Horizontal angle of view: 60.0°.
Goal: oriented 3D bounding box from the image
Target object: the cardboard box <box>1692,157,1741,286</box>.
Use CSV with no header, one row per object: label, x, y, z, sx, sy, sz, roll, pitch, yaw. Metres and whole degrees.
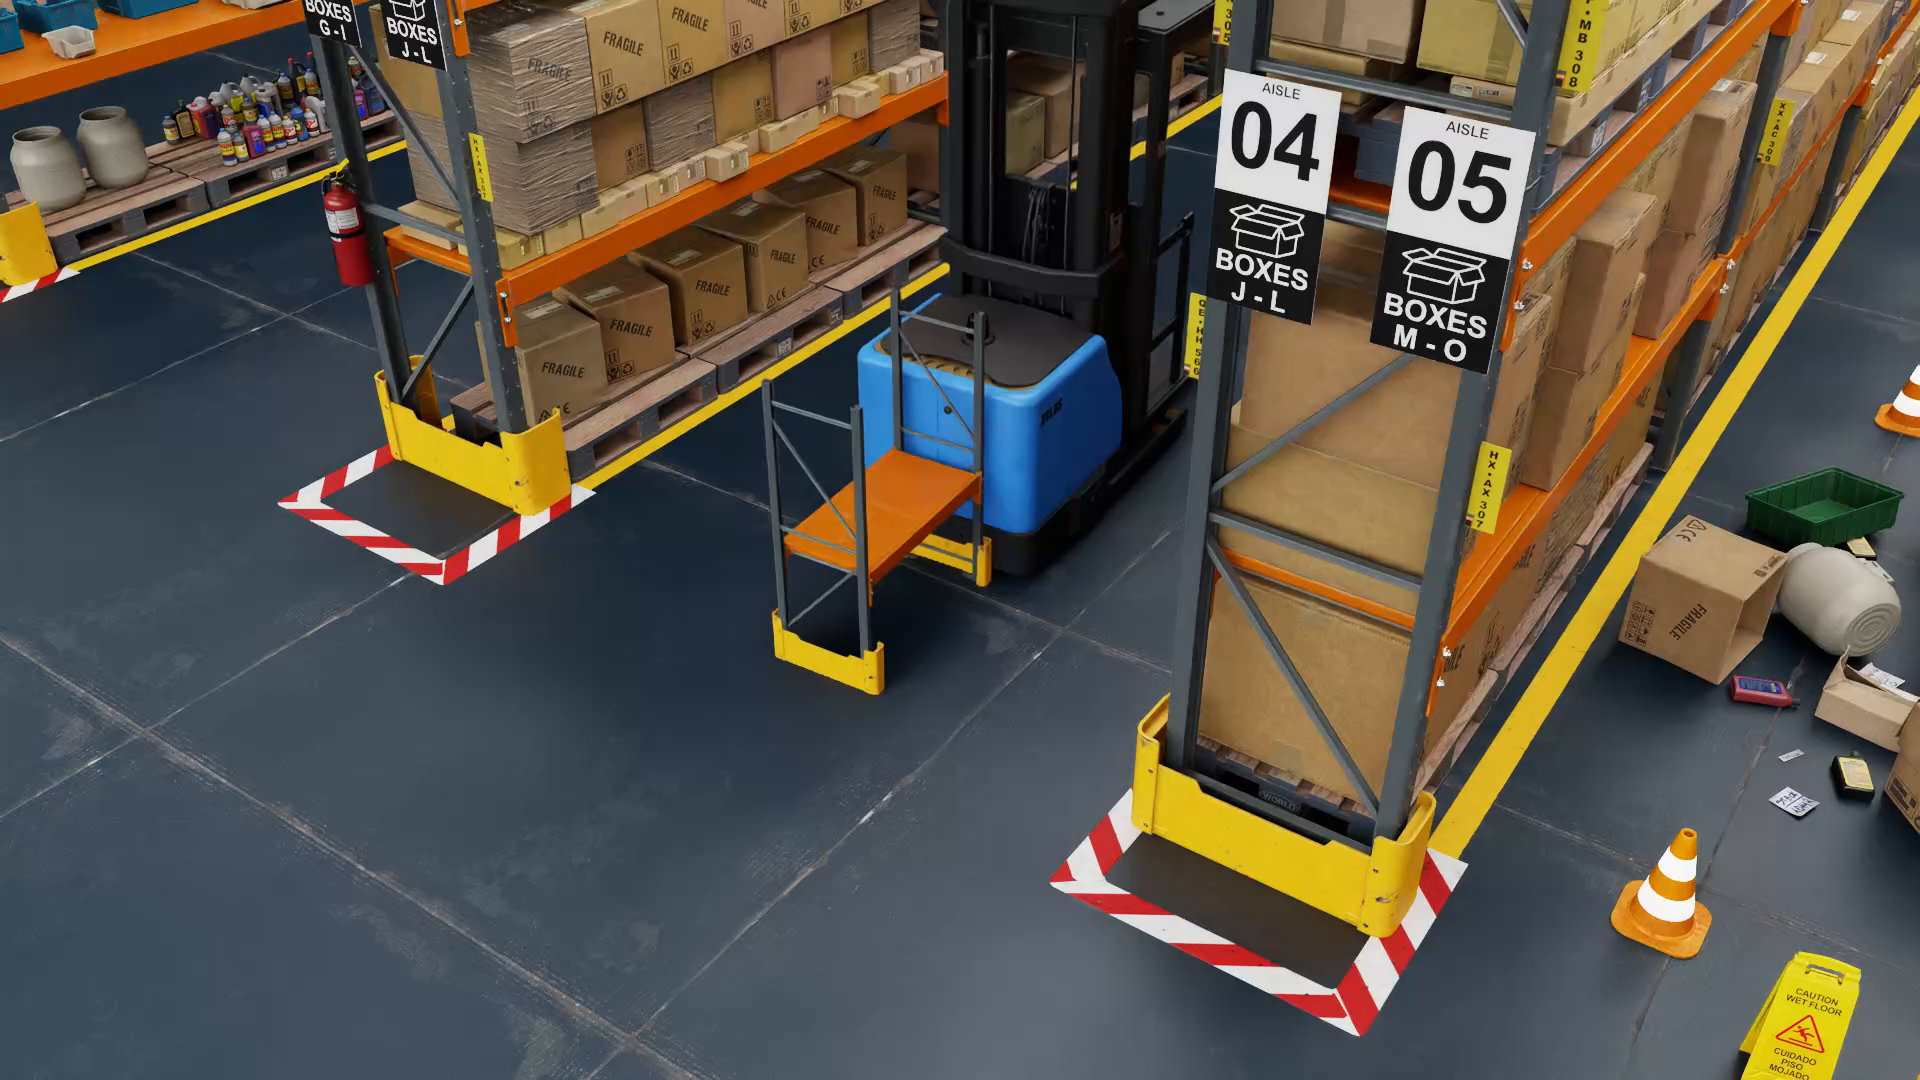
cardboard box,3.367,-1.687,8.434,0.875,0.550,0.550,21,39,28

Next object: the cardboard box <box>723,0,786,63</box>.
cardboard box,-1.338,-3.024,9.297,0.500,0.500,0.500,21,39,28

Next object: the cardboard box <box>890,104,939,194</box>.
cardboard box,-0.082,-2.852,12.128,0.700,0.500,0.500,18,38,25

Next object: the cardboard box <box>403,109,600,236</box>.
cardboard box,-2.394,-1.998,8.672,0.875,0.500,0.500,21,39,28

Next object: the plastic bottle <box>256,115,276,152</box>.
plastic bottle,-5.314,-3.115,12.722,0.097,0.271,0.097,0,34,0

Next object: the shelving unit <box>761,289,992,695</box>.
shelving unit,-0.361,-0.242,7.770,0.587,1.500,1.083,18,38,25

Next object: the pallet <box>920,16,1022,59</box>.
pallet,0.106,-3.655,11.649,1.003,0.211,1.213,21,39,28

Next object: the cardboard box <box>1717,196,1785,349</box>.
cardboard box,4.401,-1.798,10.364,1.050,0.750,0.750,21,39,28

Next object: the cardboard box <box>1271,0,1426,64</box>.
cardboard box,1.336,-1.791,5.448,0.500,0.250,0.500,22,40,29

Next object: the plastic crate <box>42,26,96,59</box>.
plastic crate,-6.025,-3.371,11.292,0.298,0.136,0.250,21,39,28

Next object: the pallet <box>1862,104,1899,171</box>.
pallet,6.991,-3.403,13.593,1.003,0.211,1.213,21,39,28

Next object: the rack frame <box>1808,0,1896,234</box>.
rack frame,5.848,-3.640,11.454,1.000,3.000,0.127,21,39,28

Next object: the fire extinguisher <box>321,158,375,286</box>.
fire extinguisher,-3.174,-1.651,8.583,0.296,0.674,0.183,21,39,28

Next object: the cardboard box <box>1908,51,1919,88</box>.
cardboard box,7.914,-4.198,14.136,0.500,0.500,0.500,20,39,27

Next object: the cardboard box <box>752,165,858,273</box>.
cardboard box,-1.031,-2.131,11.080,0.500,0.500,0.500,-23,40,-30

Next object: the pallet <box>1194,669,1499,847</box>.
pallet,1.678,0.804,7.372,1.003,0.211,1.213,21,39,28

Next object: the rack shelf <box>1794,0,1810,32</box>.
rack shelf,4.708,-3.664,9.455,1.077,0.370,4.000,21,39,28

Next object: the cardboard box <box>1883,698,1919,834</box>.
cardboard box,4.333,0.994,6.831,0.797,0.503,0.637,-3,34,-4

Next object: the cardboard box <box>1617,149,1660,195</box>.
cardboard box,2.394,-1.408,7.057,0.875,0.550,0.500,21,39,28

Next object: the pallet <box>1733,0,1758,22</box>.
pallet,3.092,-2.631,7.365,1.003,0.211,1.213,21,39,28

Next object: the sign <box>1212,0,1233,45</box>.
sign,0.849,-1.714,5.210,0.100,0.325,0.005,21,39,28

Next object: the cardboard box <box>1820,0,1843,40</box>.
cardboard box,5.006,-3.422,10.150,0.700,0.500,0.500,21,39,28

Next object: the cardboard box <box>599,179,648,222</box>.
cardboard box,-1.933,-1.881,9.077,0.380,0.149,0.250,21,39,28

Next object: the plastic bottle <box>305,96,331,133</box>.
plastic bottle,-5.038,-3.367,13.089,0.152,0.276,0.135,22,40,29

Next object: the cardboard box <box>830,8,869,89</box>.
cardboard box,-1.071,-3.188,10.432,0.875,0.500,0.500,21,39,28

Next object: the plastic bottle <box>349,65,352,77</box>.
plastic bottle,-5.176,-3.934,13.996,0.097,0.201,0.097,0,34,0

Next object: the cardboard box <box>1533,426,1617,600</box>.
cardboard box,2.641,-0.409,8.200,0.875,0.875,0.875,22,40,29

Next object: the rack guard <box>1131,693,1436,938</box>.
rack guard,1.273,1.089,6.694,1.175,0.500,0.348,21,39,28

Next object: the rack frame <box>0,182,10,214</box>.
rack frame,-6.799,-3.171,10.761,1.000,3.000,0.127,21,39,28

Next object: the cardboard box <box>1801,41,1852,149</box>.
cardboard box,4.953,-2.692,9.963,0.500,0.500,0.500,22,40,29

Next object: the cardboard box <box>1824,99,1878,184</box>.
cardboard box,6.461,-3.022,12.398,0.500,0.500,0.500,20,39,26

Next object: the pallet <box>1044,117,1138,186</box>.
pallet,0.688,-3.197,13.289,1.003,0.211,1.213,21,39,28

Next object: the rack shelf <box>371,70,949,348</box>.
rack shelf,-1.590,-2.211,9.984,1.077,0.370,4.000,21,39,28

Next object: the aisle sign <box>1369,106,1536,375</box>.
aisle sign,1.493,-0.906,5.092,0.394,0.787,0.004,21,39,28

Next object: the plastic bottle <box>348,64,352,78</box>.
plastic bottle,-5.134,-3.871,13.828,0.061,0.283,0.133,21,39,28

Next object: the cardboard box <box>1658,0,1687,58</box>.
cardboard box,2.321,-1.832,5.864,0.380,0.149,0.250,21,40,28

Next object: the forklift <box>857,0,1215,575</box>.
forklift,0.659,-1.836,8.849,1.130,2.935,3.031,18,38,25

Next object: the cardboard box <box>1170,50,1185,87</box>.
cardboard box,1.466,-4.102,13.977,0.700,0.500,0.500,19,38,26

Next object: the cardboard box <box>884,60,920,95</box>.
cardboard box,-0.481,-3.021,10.763,0.380,0.149,0.250,21,39,28

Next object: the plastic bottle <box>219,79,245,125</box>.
plastic bottle,-5.776,-3.490,13.204,0.144,0.351,0.185,23,40,30

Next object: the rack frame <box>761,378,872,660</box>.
rack frame,-0.625,0.007,7.401,0.500,1.500,0.032,18,38,25

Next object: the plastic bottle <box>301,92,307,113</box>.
plastic bottle,-5.126,-3.403,13.137,0.061,0.283,0.133,21,39,28

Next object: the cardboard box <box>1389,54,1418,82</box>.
cardboard box,1.342,-1.689,5.652,0.380,0.149,0.250,22,40,29

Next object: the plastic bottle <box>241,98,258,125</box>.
plastic bottle,-5.652,-3.409,13.219,0.097,0.201,0.097,0,34,0

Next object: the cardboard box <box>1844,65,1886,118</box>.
cardboard box,6.440,-3.329,12.182,0.500,0.250,0.500,19,39,26

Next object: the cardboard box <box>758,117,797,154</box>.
cardboard box,-1.198,-2.447,9.915,0.380,0.149,0.250,21,39,28

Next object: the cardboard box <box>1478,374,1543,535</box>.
cardboard box,1.757,-0.465,6.627,0.875,0.550,0.550,21,39,28
